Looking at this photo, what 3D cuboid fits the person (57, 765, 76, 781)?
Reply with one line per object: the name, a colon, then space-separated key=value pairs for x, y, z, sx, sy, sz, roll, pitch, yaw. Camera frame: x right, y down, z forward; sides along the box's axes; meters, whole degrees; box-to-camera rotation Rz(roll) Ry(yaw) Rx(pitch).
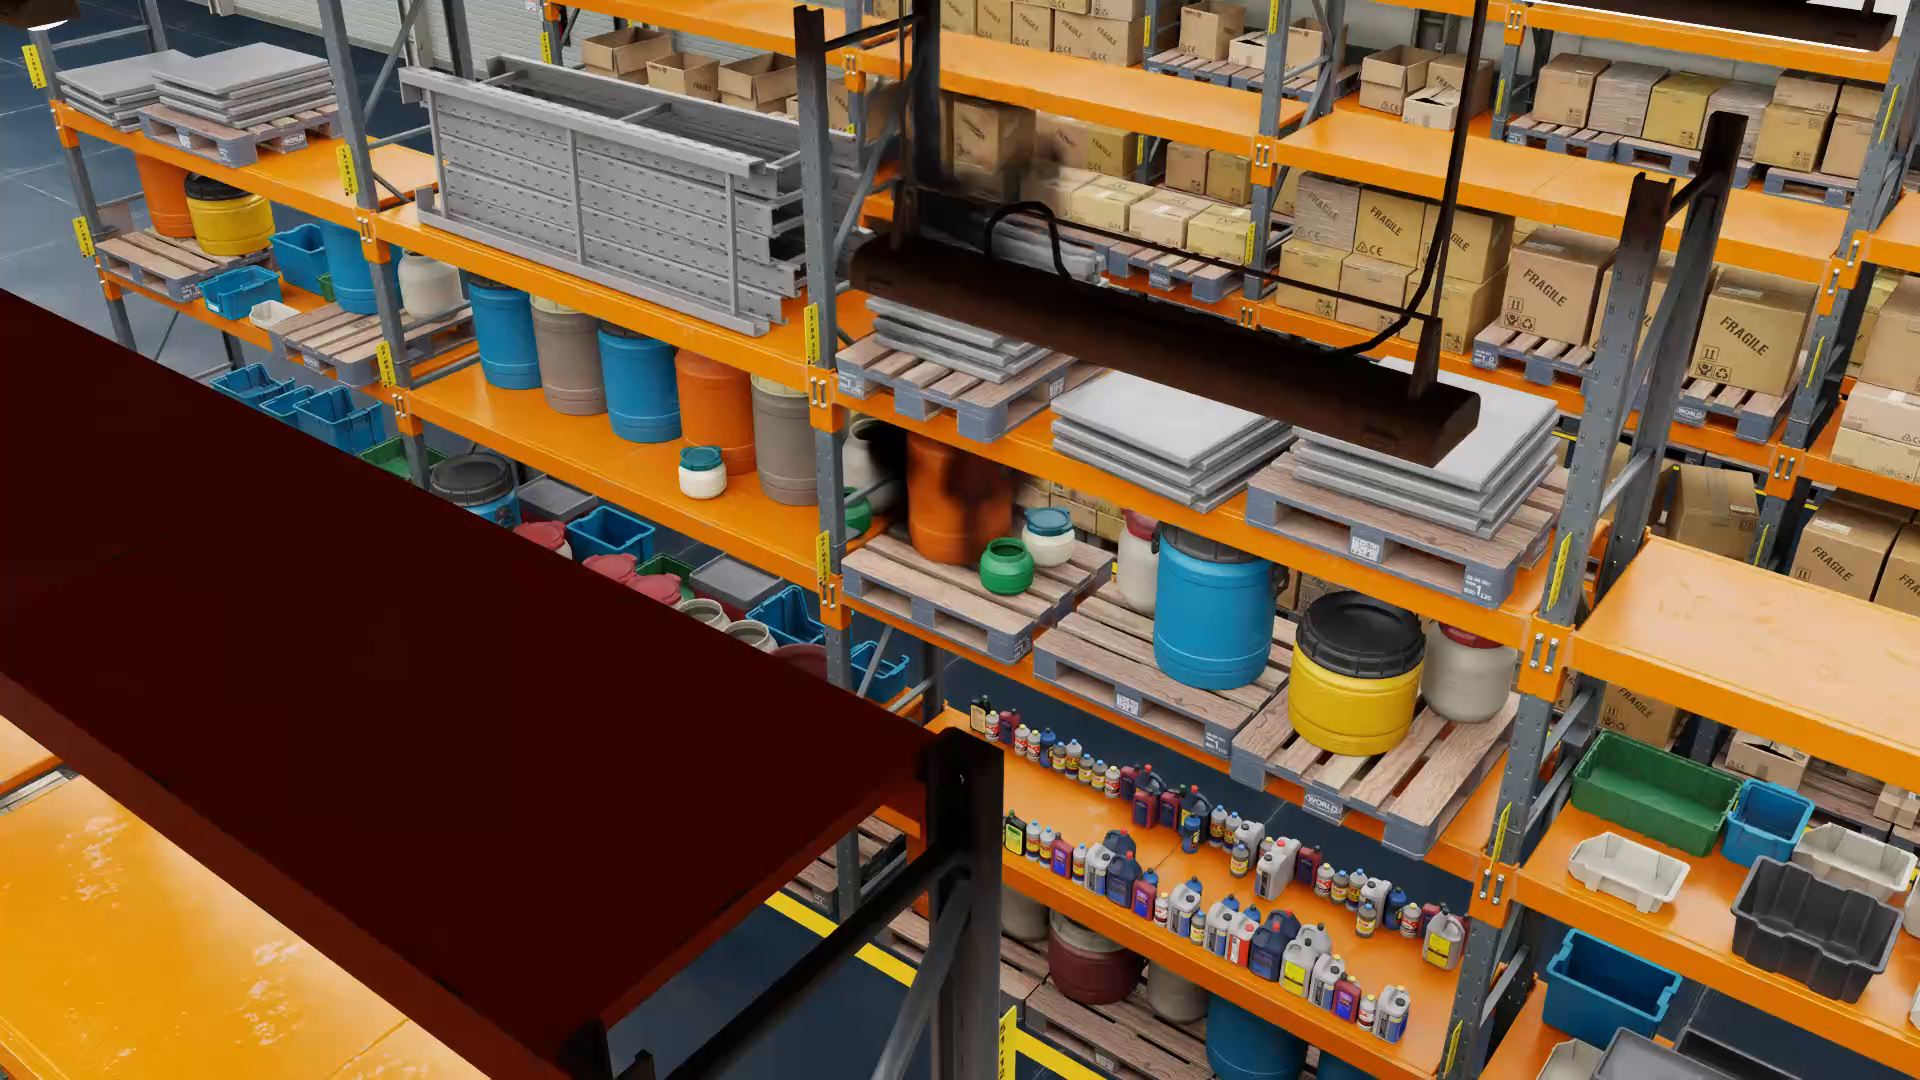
person: x=-6.149 y=1.293 z=11.497 sx=0.920 sy=1.701 sz=0.612 roll=13 pitch=34 yaw=20
